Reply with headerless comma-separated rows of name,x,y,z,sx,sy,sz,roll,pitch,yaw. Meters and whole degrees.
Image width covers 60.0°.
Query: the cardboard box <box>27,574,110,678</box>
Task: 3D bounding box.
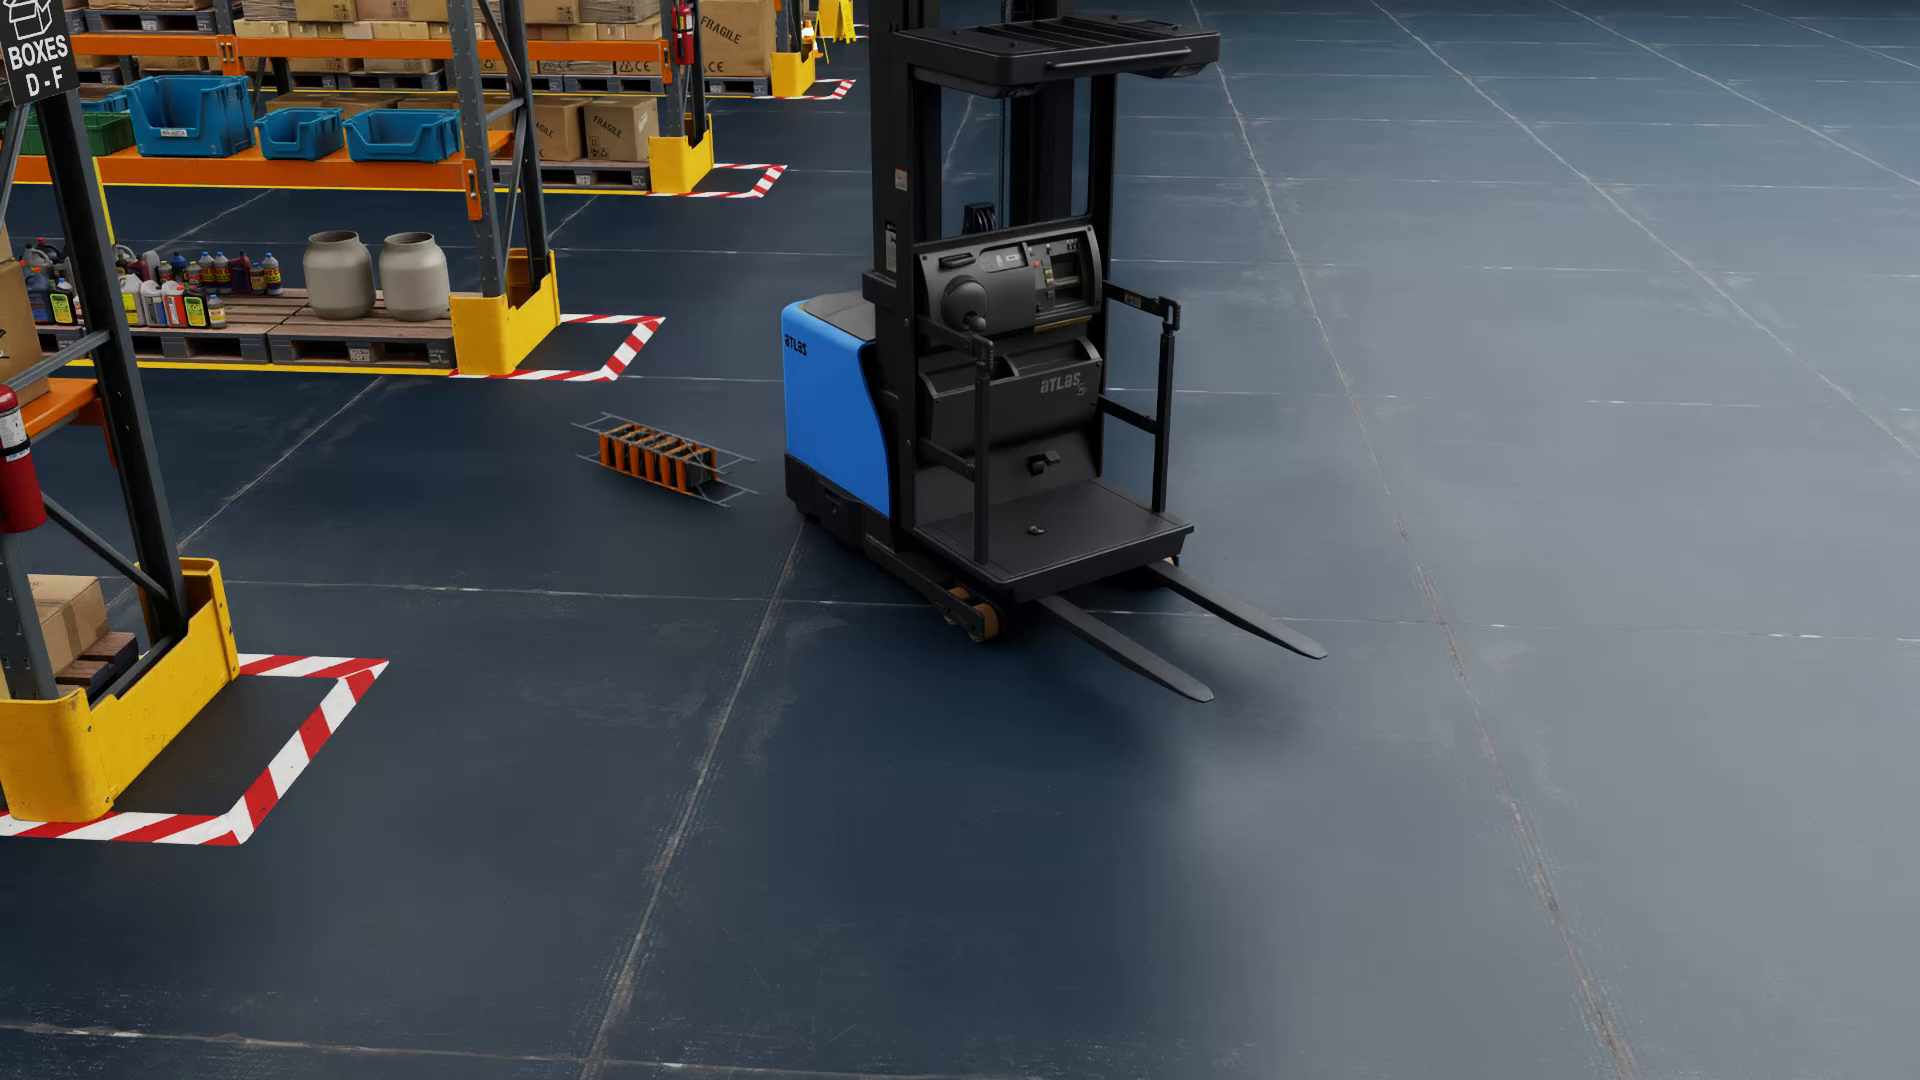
cardboard box,-3.776,0.356,6.613,0.500,0.250,0.500,2,25,4

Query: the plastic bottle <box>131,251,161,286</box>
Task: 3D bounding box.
plastic bottle,-5.524,-1.823,11.295,0.135,0.276,0.152,2,25,5

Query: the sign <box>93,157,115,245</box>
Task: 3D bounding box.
sign,-3.210,-1.252,6.192,0.005,0.325,0.100,2,25,4

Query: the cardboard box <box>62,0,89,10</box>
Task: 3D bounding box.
cardboard box,-8.220,-5.103,15.065,0.637,0.503,0.797,4,25,9

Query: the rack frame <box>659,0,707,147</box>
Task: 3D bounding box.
rack frame,-2.496,-4.721,14.860,0.127,3.000,1.000,2,25,4

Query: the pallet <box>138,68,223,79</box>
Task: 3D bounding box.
pallet,-9.212,-5.717,20.361,1.213,0.211,1.003,2,25,4

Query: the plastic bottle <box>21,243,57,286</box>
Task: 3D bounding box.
plastic bottle,-6.210,-1.820,11.199,0.185,0.351,0.144,2,25,4

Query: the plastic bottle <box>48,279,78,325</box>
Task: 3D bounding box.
plastic bottle,-5.741,-1.523,10.633,0.133,0.283,0.061,3,25,6

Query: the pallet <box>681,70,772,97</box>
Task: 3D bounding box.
pallet,-2.819,-5.511,19.913,1.213,0.211,1.003,2,25,4

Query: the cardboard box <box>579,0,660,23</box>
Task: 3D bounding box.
cardboard box,-3.042,-4.930,14.840,0.500,0.500,0.875,2,25,4

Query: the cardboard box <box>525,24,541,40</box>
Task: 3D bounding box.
cardboard box,-3.793,-4.564,14.820,0.250,0.149,0.380,2,25,4

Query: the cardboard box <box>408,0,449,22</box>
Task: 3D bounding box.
cardboard box,-4.543,-4.951,14.885,0.500,0.500,0.875,2,25,4

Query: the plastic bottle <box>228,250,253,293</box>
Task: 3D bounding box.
plastic bottle,-4.883,-1.825,11.290,0.133,0.283,0.061,2,25,5

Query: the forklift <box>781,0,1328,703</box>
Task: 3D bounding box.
forklift,0.350,-1.115,7.106,1.130,2.935,3.031,-16,29,-31

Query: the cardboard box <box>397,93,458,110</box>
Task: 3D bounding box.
cardboard box,-4.892,-3.872,15.504,0.500,0.500,0.500,0,25,-1

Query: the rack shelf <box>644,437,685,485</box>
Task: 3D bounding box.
rack shelf,-1.560,-0.428,8.885,0.103,0.180,0.258,18,30,34

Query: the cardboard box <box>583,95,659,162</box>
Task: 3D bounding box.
cardboard box,-3.117,-3.803,15.353,0.500,0.500,0.500,6,25,14

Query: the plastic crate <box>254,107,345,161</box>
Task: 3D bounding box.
plastic crate,-4.044,-2.503,10.219,0.408,0.251,0.499,2,25,4

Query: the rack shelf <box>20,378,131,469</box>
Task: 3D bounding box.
rack shelf,-5.252,-0.329,6.177,4.000,0.370,1.077,2,25,4

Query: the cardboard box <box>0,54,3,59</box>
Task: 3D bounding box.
cardboard box,-11.714,-6.036,20.207,0.500,0.500,0.500,1,25,2

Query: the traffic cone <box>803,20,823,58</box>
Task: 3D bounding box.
traffic cone,-2.011,-6.701,22.199,0.334,0.463,0.336,2,25,4

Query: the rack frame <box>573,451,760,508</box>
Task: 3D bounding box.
rack frame,-1.595,-0.356,8.948,1.200,0.006,0.240,18,30,34

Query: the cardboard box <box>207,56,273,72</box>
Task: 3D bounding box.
cardboard box,-8.520,-6.126,20.103,0.750,0.750,1.050,2,25,5

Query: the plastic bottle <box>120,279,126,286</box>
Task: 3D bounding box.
plastic bottle,-5.492,-1.591,10.790,0.135,0.276,0.152,2,25,4

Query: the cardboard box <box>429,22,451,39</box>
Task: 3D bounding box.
cardboard box,-4.544,-4.571,14.835,0.250,0.149,0.380,2,25,4

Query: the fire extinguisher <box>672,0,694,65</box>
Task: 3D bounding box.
fire extinguisher,-2.417,-4.490,14.450,0.183,0.674,0.296,2,25,4

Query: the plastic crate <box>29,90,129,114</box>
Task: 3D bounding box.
plastic crate,-5.739,-2.795,10.852,0.616,0.251,0.499,2,25,4

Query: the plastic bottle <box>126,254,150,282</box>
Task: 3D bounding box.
plastic bottle,-5.532,-1.782,11.197,0.133,0.283,0.061,2,25,4

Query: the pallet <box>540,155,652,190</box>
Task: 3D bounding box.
pallet,-3.379,-3.497,15.536,1.213,0.211,1.003,2,25,4

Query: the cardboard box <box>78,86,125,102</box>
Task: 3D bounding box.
cardboard box,-8.127,-3.982,15.719,0.500,0.500,0.700,0,25,-1

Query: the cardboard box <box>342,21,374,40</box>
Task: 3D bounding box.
cardboard box,-5.297,-4.563,14.818,0.250,0.149,0.380,2,25,4

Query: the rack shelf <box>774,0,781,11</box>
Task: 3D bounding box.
rack shelf,-4.010,-6.522,19.635,4.000,0.370,1.077,2,25,4

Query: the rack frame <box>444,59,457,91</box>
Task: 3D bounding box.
rack frame,-6.004,-6.913,19.623,0.127,3.000,1.000,2,25,4

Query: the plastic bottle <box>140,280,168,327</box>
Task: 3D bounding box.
plastic bottle,-5.128,-1.519,10.633,0.135,0.276,0.152,1,25,3

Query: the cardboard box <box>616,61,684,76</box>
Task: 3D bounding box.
cardboard box,-3.574,-6.032,19.748,0.875,0.875,0.875,1,25,3

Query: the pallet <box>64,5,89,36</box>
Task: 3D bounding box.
pallet,-8.496,-4.843,15.356,1.213,0.211,1.003,2,25,4

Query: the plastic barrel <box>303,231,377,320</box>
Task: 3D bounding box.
plastic barrel,-4.037,-1.722,10.817,0.421,0.512,0.421,0,25,0

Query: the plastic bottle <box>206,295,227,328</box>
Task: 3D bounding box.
plastic bottle,-4.740,-1.461,10.597,0.097,0.201,0.097,0,25,0

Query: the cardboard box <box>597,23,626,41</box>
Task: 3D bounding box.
cardboard box,-3.045,-4.538,14.763,0.250,0.149,0.380,2,25,4

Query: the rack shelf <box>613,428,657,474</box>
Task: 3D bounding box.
rack shelf,-1.749,-0.489,9.020,0.103,0.180,0.258,18,30,34

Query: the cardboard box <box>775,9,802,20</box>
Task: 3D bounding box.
cardboard box,-2.588,-7.707,24.137,0.500,0.250,0.500,2,25,4

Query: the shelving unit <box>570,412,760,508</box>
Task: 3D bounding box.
shelving unit,-1.595,-0.440,8.910,1.200,0.189,0.258,18,30,34

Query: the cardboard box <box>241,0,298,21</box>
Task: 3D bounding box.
cardboard box,-6.040,-4.989,14.967,0.500,0.500,0.875,2,25,4

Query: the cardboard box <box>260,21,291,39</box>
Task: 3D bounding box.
cardboard box,-6.045,-4.589,14.874,0.250,0.149,0.380,2,25,4

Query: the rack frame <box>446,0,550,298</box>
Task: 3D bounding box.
rack frame,-2.875,-2.656,10.373,0.127,3.000,1.000,2,25,4

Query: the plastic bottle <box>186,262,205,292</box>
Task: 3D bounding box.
plastic bottle,-5.199,-1.790,11.312,0.097,0.201,0.097,0,25,0

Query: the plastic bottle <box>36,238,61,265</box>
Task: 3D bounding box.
plastic bottle,-6.199,-1.880,11.330,0.185,0.351,0.144,1,25,3

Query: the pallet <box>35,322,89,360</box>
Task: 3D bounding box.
pallet,-6.197,-1.479,11.150,1.213,0.211,1.003,2,25,4

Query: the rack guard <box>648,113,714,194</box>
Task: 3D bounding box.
rack guard,-2.572,-3.588,15.387,0.348,0.500,1.175,2,25,4
